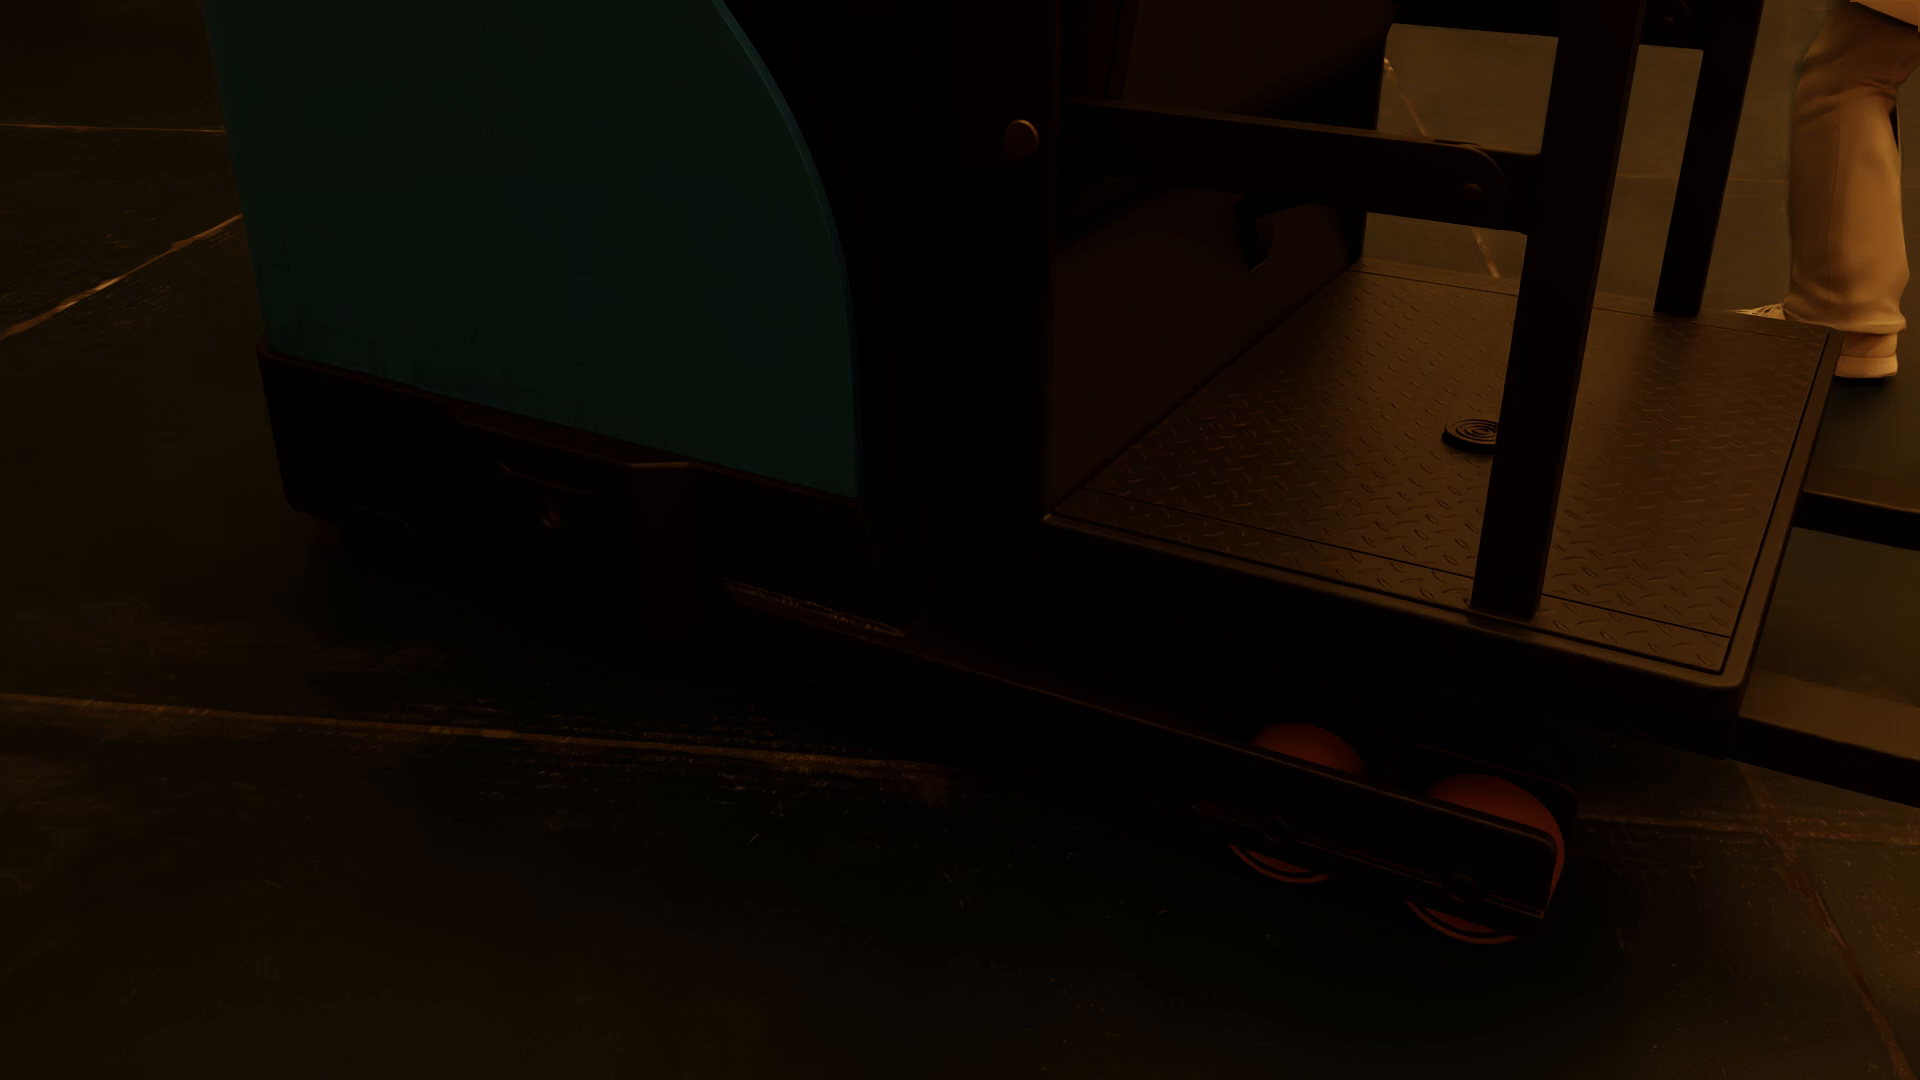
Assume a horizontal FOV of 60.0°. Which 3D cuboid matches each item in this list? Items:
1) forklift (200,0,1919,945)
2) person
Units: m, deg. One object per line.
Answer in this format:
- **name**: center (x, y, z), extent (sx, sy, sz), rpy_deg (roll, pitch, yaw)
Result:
- **forklift**: center (0.529, -1.176, 1.574), extent (3.031, 2.935, 1.130), rpy_deg (14, 30, 26)
- **person**: center (1.878, -1.136, 2.890), extent (0.985, 1.738, 0.409), rpy_deg (-3, 27, -5)
